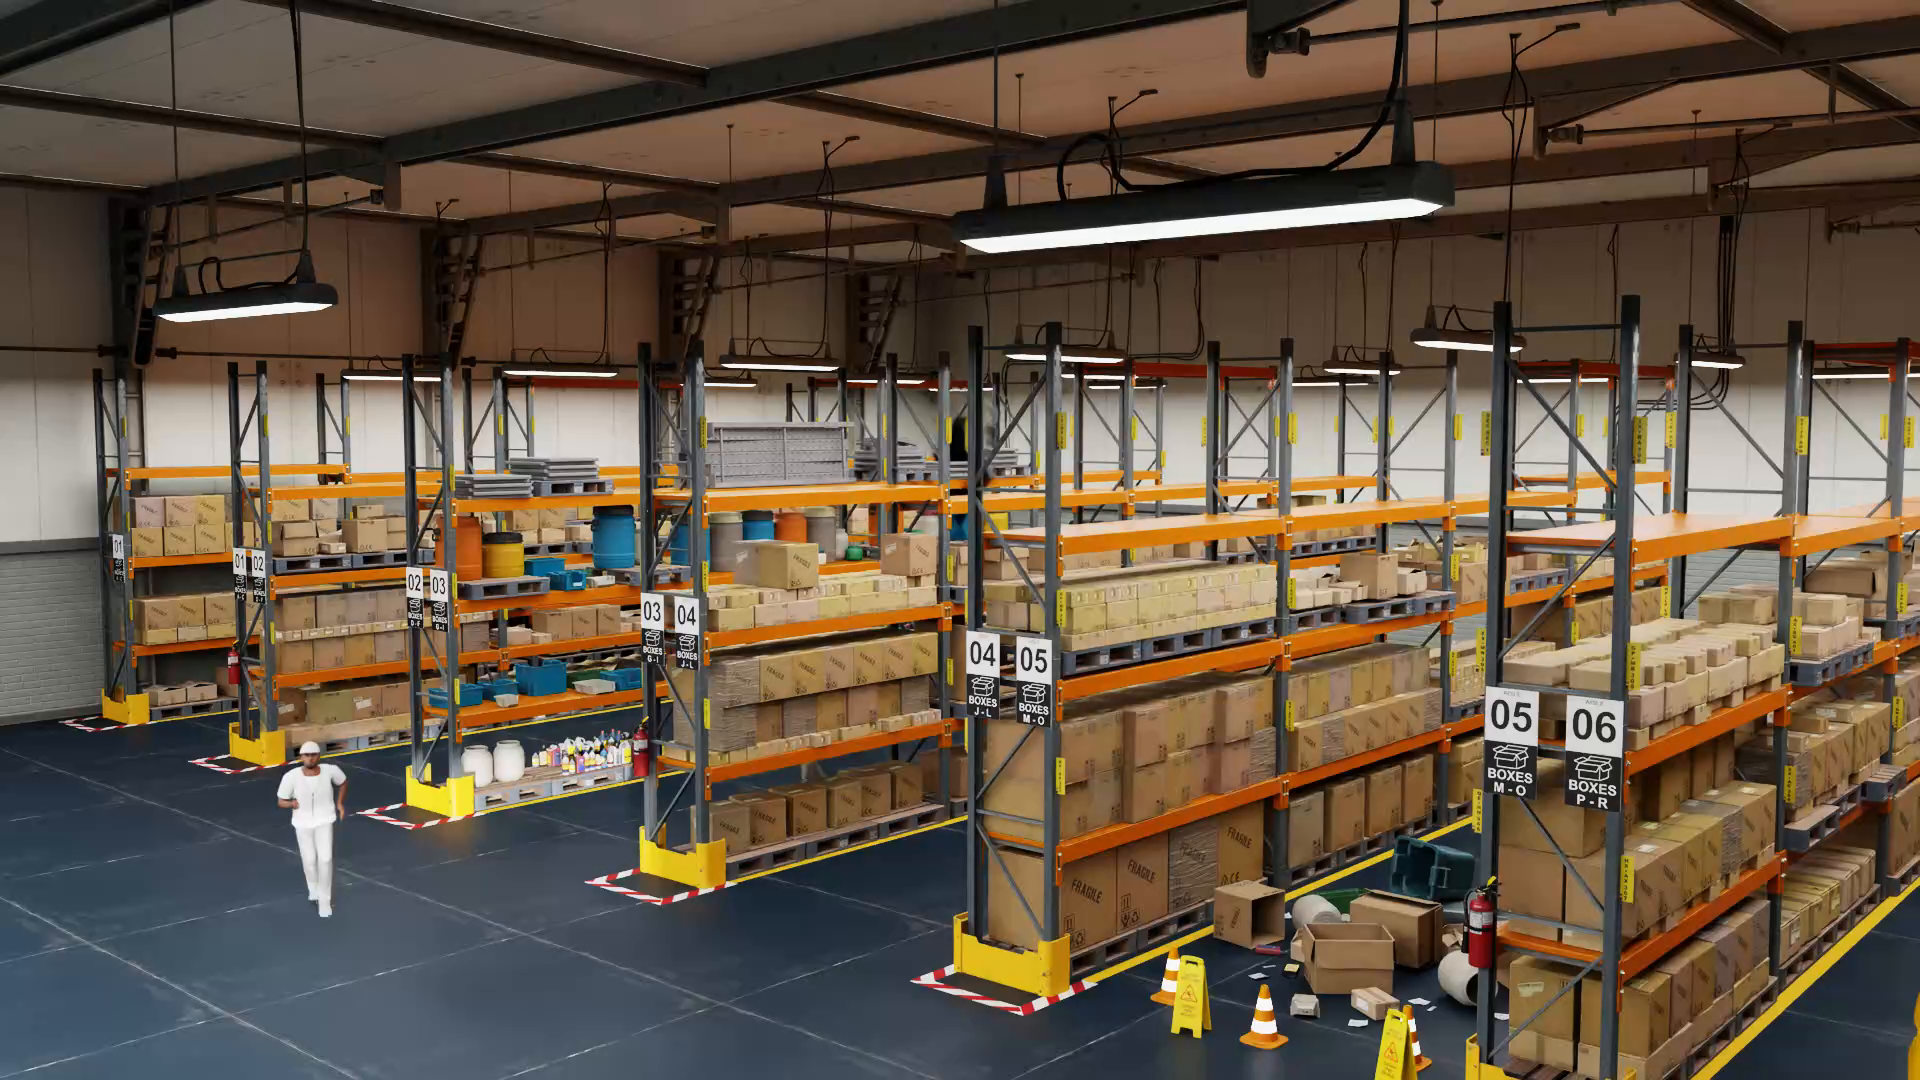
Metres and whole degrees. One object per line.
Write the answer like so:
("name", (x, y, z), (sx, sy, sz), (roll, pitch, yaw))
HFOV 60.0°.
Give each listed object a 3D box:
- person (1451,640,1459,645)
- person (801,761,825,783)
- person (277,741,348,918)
("person", (7.796, 2.435, 26.171), (0.572, 1.726, 0.725), (4, 6, 44))
("person", (-1.976, 2.642, 22.061), (0.685, 1.831, 0.832), (3, 5, 36))
("person", (-6.774, 3.007, 17.416), (0.676, 1.830, 0.787), (-1, 4, -17))
